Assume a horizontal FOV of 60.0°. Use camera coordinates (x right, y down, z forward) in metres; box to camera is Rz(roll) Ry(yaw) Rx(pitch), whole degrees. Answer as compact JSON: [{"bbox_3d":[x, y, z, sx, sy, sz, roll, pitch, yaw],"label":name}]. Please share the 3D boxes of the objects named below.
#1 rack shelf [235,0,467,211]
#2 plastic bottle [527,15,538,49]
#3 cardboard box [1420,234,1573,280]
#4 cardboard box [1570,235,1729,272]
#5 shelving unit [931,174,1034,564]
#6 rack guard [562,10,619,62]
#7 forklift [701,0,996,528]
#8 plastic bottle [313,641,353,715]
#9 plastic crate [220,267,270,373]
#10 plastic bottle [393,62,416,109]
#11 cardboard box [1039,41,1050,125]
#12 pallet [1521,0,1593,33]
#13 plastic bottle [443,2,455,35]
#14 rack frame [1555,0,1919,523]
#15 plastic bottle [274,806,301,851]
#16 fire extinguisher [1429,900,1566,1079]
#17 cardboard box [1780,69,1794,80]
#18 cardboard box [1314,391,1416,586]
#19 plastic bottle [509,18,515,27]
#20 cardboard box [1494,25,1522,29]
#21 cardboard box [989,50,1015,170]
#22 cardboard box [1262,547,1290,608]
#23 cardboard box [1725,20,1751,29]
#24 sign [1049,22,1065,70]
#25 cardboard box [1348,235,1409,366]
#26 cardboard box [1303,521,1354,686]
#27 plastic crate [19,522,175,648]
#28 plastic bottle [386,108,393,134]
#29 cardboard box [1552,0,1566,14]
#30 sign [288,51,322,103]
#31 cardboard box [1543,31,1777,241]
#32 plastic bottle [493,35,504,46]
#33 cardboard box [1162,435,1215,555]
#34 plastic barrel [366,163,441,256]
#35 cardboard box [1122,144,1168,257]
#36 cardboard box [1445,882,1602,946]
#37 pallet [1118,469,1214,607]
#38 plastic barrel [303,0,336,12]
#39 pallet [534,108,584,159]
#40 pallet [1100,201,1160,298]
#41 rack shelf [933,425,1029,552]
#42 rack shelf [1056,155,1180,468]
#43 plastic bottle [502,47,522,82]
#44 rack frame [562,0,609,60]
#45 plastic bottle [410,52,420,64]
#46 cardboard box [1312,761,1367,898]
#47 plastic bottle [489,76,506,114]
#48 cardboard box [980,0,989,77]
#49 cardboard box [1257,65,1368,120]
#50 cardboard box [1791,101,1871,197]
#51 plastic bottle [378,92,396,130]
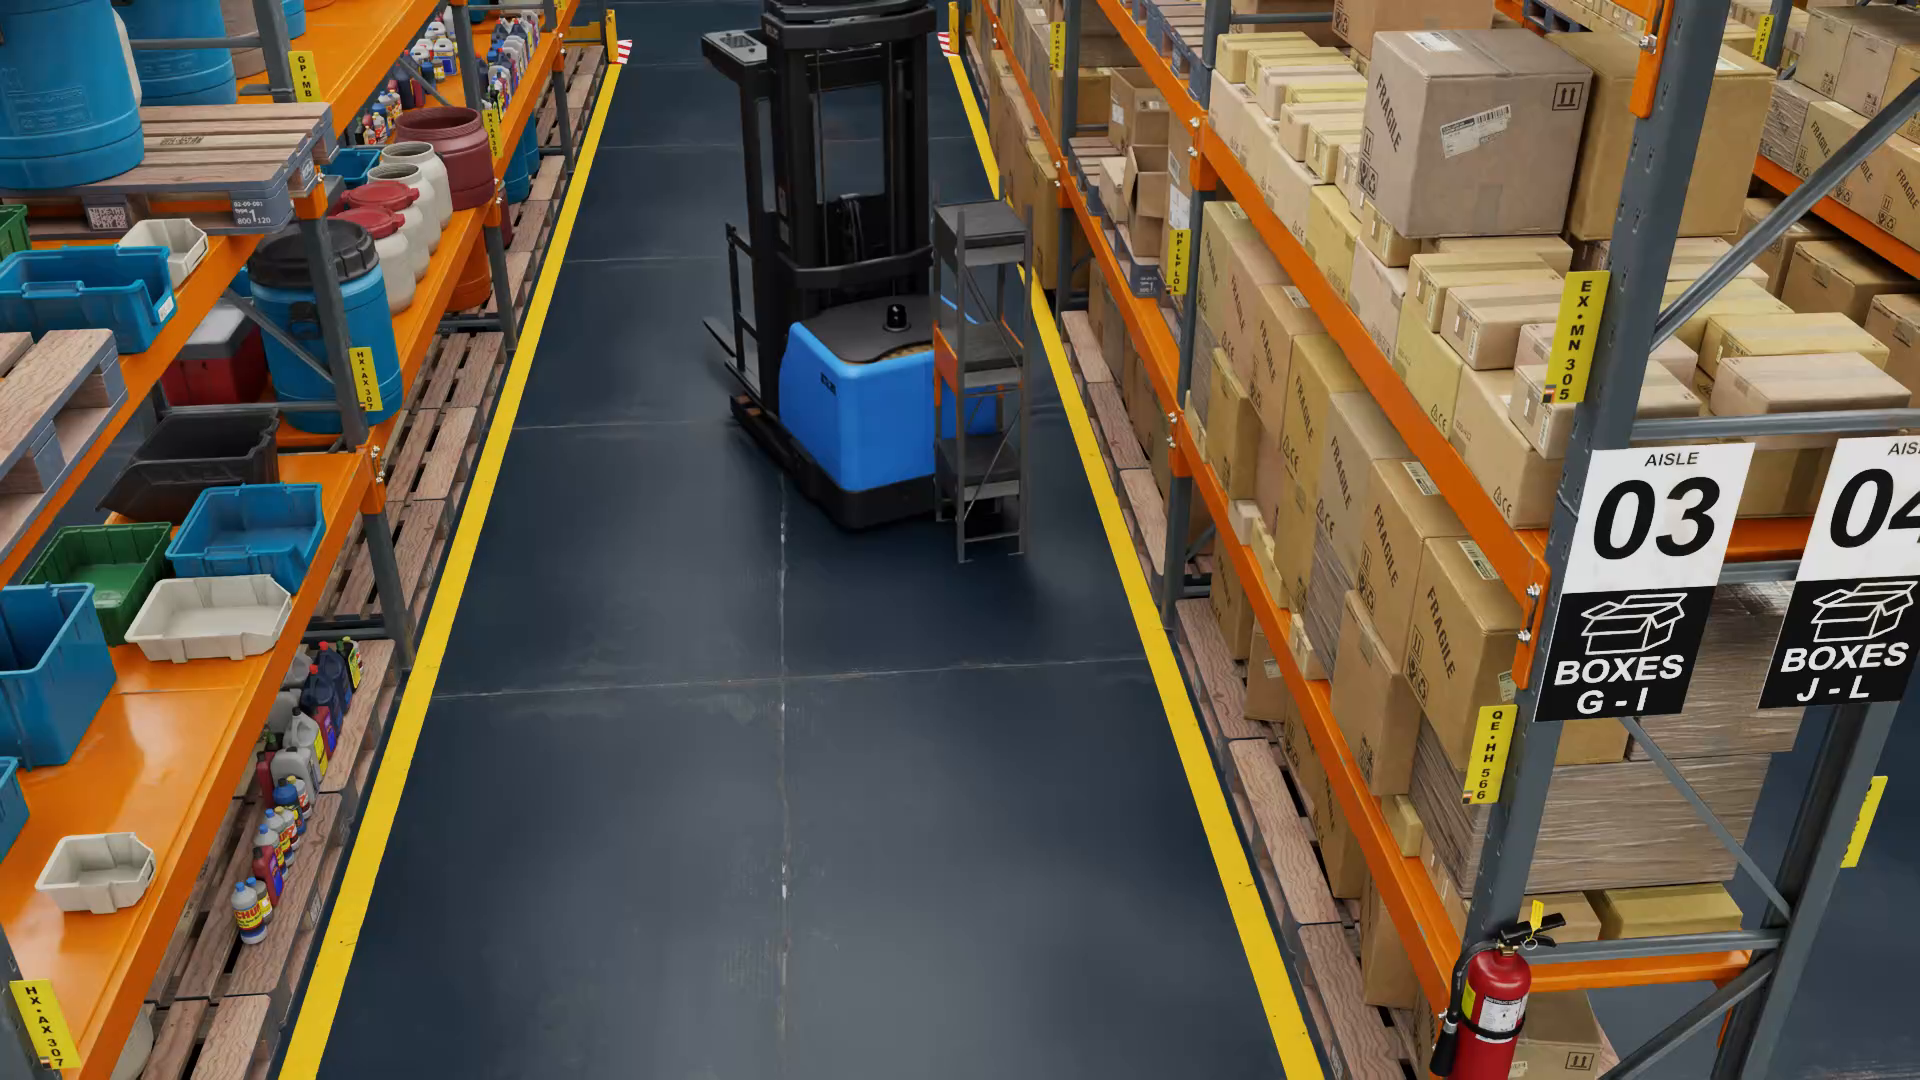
[{"bbox_3d":[-3.529,-2.615,8.979,1.077,0.370,4.000,-3,31,-5],"label":"rack shelf"},{"bbox_3d":[-3.664,-4.347,14.217,0.061,0.283,0.133,-3,31,-5],"label":"plastic bottle"},{"bbox_3d":[1.638,-0.863,5.103,0.380,0.149,0.250,-2,31,-4],"label":"cardboard box"},{"bbox_3d":[2.120,-0.883,5.135,0.380,0.149,0.250,-3,31,-5],"label":"cardboard box"},{"bbox_3d":[0.116,-0.915,9.235,0.431,2.100,0.503,-8,32,-13],"label":"shelving unit"},{"bbox_3d":[-4.478,-5.680,18.772,1.175,0.500,0.348,-3,31,-5],"label":"rack guard"},{"bbox_3d":[-0.874,-2.060,10.340,1.130,2.935,3.031,-15,34,-23],"label":"forklift"},{"bbox_3d":[-2.995,0.649,7.893,0.144,0.351,0.185,-4,31,-6],"label":"plastic bottle"},{"bbox_3d":[-3.755,-1.156,8.776,0.392,0.384,0.575,-3,31,-5],"label":"plastic crate"},{"bbox_3d":[-4.258,-3.489,12.714,0.144,0.351,0.185,-3,31,-5],"label":"plastic bottle"},{"bbox_3d":[0.882,-3.432,12.473,0.500,0.500,0.500,-3,31,-5],"label":"cardboard box"},{"bbox_3d":[5.716,-4.643,14.785,1.003,0.211,1.213,-3,31,-5],"label":"pallet"},{"bbox_3d":[-4.376,-4.462,14.343,0.144,0.351,0.185,-3,31,-5],"label":"plastic bottle"},{"bbox_3d":[1.963,-1.385,3.294,1.000,3.000,0.127,-3,31,-5],"label":"rack frame"},{"bbox_3d":[-2.878,1.223,7.078,0.097,0.201,0.097,0,31,0],"label":"plastic bottle"},{"bbox_3d":[1.515,1.304,4.717,0.296,0.674,0.183,-3,31,-5],"label":"fire extinguisher"},{"bbox_3d":[6.322,-3.391,12.337,0.380,0.149,0.250,-3,31,-5],"label":"cardboard box"},{"bbox_3d":[1.569,-0.189,5.779,0.500,0.500,0.500,-3,31,-5],"label":"cardboard box"},{"bbox_3d":[-3.853,-4.413,14.406,0.097,0.201,0.097,0,31,0],"label":"plastic bottle"},{"bbox_3d":[5.843,-5.319,17.521,0.380,0.149,0.250,-3,31,-4],"label":"cardboard box"},{"bbox_3d":[0.922,-3.879,14.981,1.225,0.875,0.875,-3,31,-4],"label":"cardboard box"},{"bbox_3d":[1.463,0.145,6.827,0.380,0.149,0.250,-3,31,-5],"label":"cardboard box"},{"bbox_3d":[5.640,-3.765,12.383,0.380,0.149,0.250,-3,31,-5],"label":"cardboard box"},{"bbox_3d":[0.663,-3.363,11.326,0.100,0.325,0.005,-3,31,-5],"label":"sign"},{"bbox_3d":[1.576,-0.784,5.359,0.500,0.250,0.500,-2,31,-3],"label":"cardboard box"},{"bbox_3d":[1.769,0.231,6.051,0.875,0.500,0.500,-3,31,-5],"label":"cardboard box"},{"bbox_3d":[-3.496,0.183,6.725,0.450,0.188,0.662,-3,31,-5],"label":"plastic crate"},{"bbox_3d":[-4.220,-3.084,12.183,0.097,0.201,0.097,0,31,0],"label":"plastic bottle"},{"bbox_3d":[5.420,-4.703,14.534,0.380,0.149,0.250,-3,31,-4],"label":"cardboard box"},{"bbox_3d":[-2.793,-1.927,7.117,0.100,0.325,0.005,-3,31,-5],"label":"sign"},{"bbox_3d":[2.093,-1.254,5.124,0.500,0.500,0.500,-3,31,-5],"label":"cardboard box"},{"bbox_3d":[-3.772,-3.999,13.645,0.097,0.271,0.097,0,31,0],"label":"plastic bottle"},{"bbox_3d":[1.553,-0.282,9.306,0.700,0.500,0.500,-5,31,-8],"label":"cardboard box"},{"bbox_3d":[-3.368,-1.975,10.022,0.421,0.512,0.421,0,31,0],"label":"plastic barrel"},{"bbox_3d":[1.335,-1.957,9.591,0.797,0.503,0.637,0,31,0],"label":"cardboard box"},{"bbox_3d":[1.731,1.162,5.124,0.380,0.149,0.250,-3,31,-5],"label":"cardboard box"},{"bbox_3d":[1.515,-0.052,9.632,1.003,0.211,1.213,-3,31,-5],"label":"pallet"},{"bbox_3d":[-3.794,-3.365,9.115,0.600,0.830,0.708,-3,31,-5],"label":"plastic barrel"},{"bbox_3d":[-4.197,-3.876,16.033,1.003,0.211,1.213,-3,31,-5],"label":"pallet"},{"bbox_3d":[1.441,-1.803,10.031,1.003,0.211,1.213,-3,31,-5],"label":"pallet"},{"bbox_3d":[0.116,-0.303,9.601,0.431,0.518,0.480,-8,32,-13],"label":"rack shelf"},{"bbox_3d":[1.402,-1.564,10.145,1.077,0.370,4.000,-3,31,-5],"label":"rack shelf"},{"bbox_3d":[-3.615,-3.829,13.356,0.152,0.276,0.135,-3,31,-5],"label":"plastic bottle"},{"bbox_3d":[-4.463,-6.741,18.111,1.000,3.000,0.127,-3,31,-5],"label":"rack frame"},{"bbox_3d":[-4.334,-3.738,13.208,0.097,0.271,0.097,0,31,0],"label":"plastic bottle"},{"bbox_3d":[1.792,1.139,6.946,0.500,0.500,0.500,0,31,0],"label":"cardboard box"},{"bbox_3d":[-3.504,-3.370,12.593,0.097,0.271,0.097,0,31,0],"label":"plastic bottle"},{"bbox_3d":[0.693,-5.459,17.627,0.875,0.875,0.875,-3,31,-5],"label":"cardboard box"},{"bbox_3d":[1.410,-1.793,6.659,0.380,0.149,0.250,-3,31,-4],"label":"cardboard box"},{"bbox_3d":[5.987,-2.622,11.116,0.500,0.500,0.500,-3,31,-5],"label":"cardboard box"},{"bbox_3d":[-4.229,-3.164,12.248,0.097,0.271,0.097,0,31,0],"label":"plastic bottle"}]
